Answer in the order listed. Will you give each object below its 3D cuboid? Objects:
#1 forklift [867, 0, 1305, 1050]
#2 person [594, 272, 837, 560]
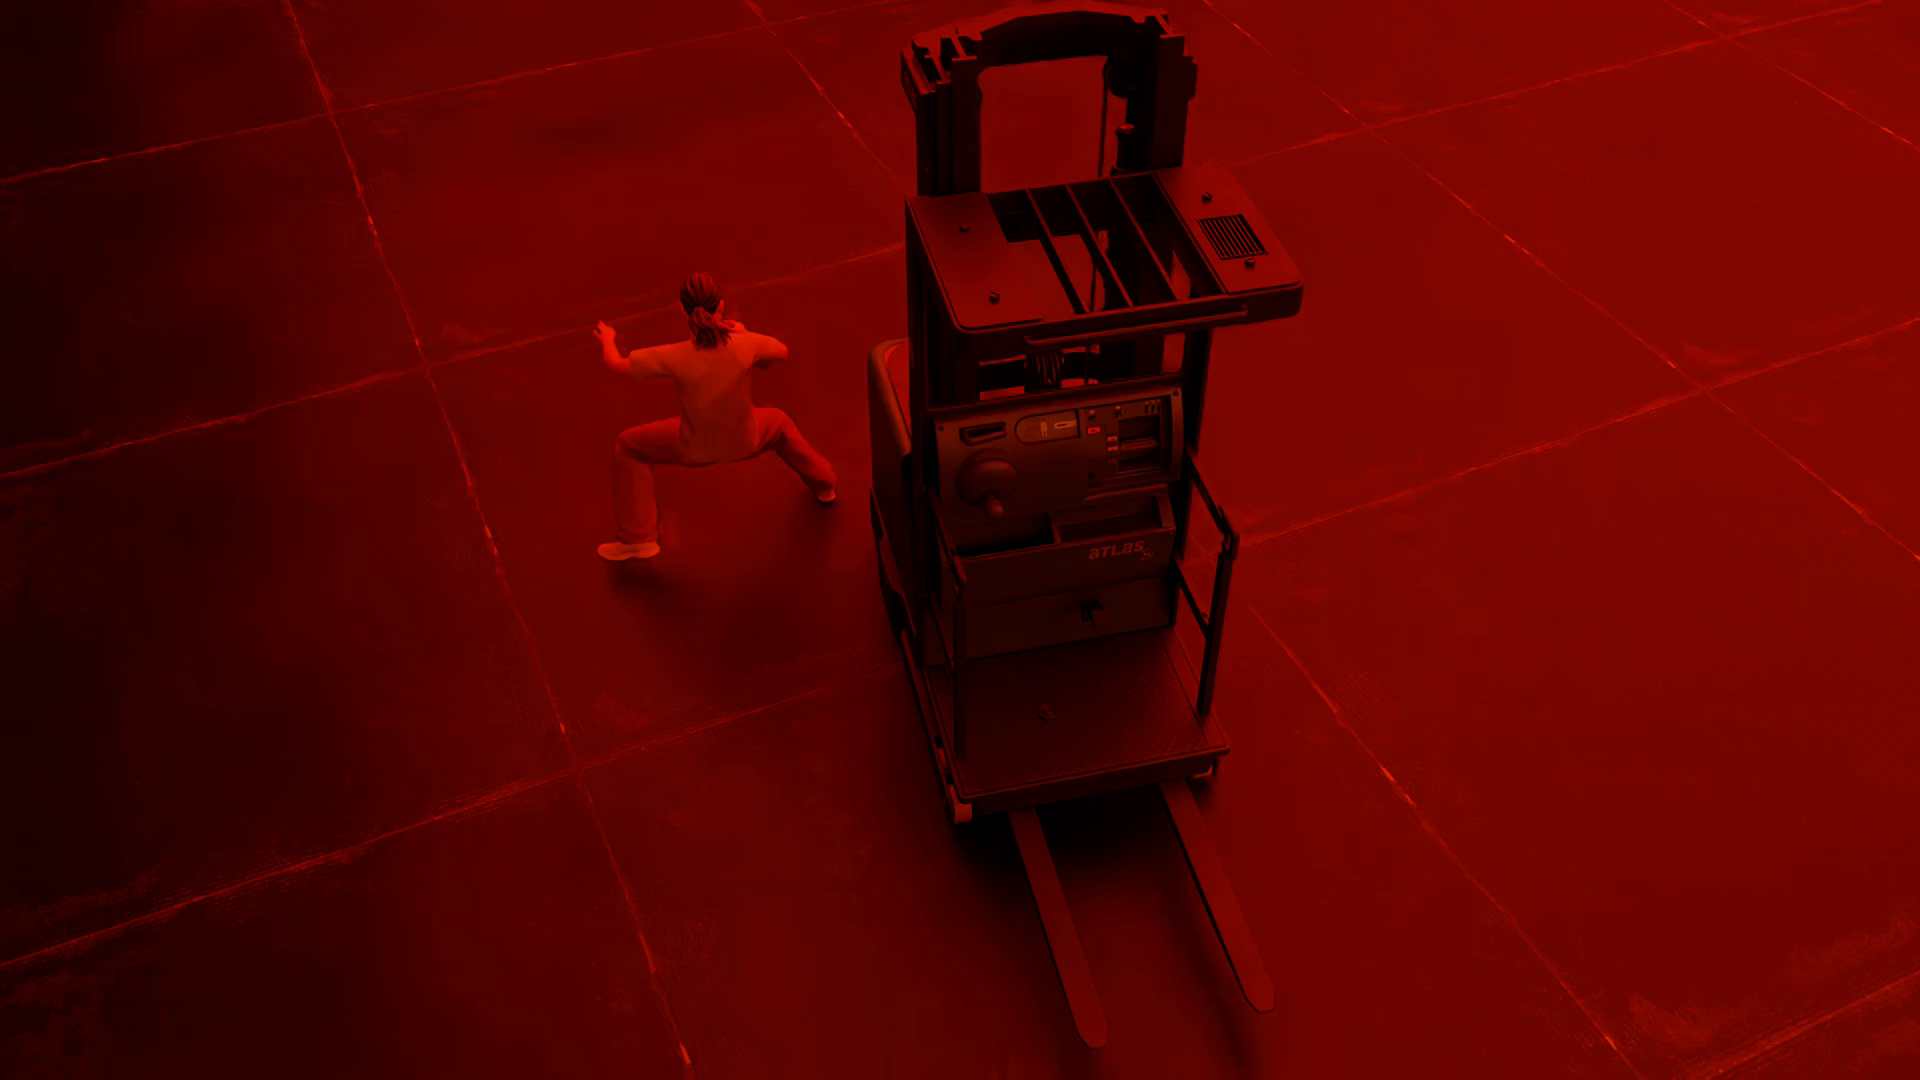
[{"bbox_3d":[0.419,-0.236,5.932,1.130,2.935,3.031,-9,44,-10],"label":"forklift"},{"bbox_3d":[-1.138,-0.604,7.414,1.163,1.443,0.632,-10,44,-10],"label":"person"}]
